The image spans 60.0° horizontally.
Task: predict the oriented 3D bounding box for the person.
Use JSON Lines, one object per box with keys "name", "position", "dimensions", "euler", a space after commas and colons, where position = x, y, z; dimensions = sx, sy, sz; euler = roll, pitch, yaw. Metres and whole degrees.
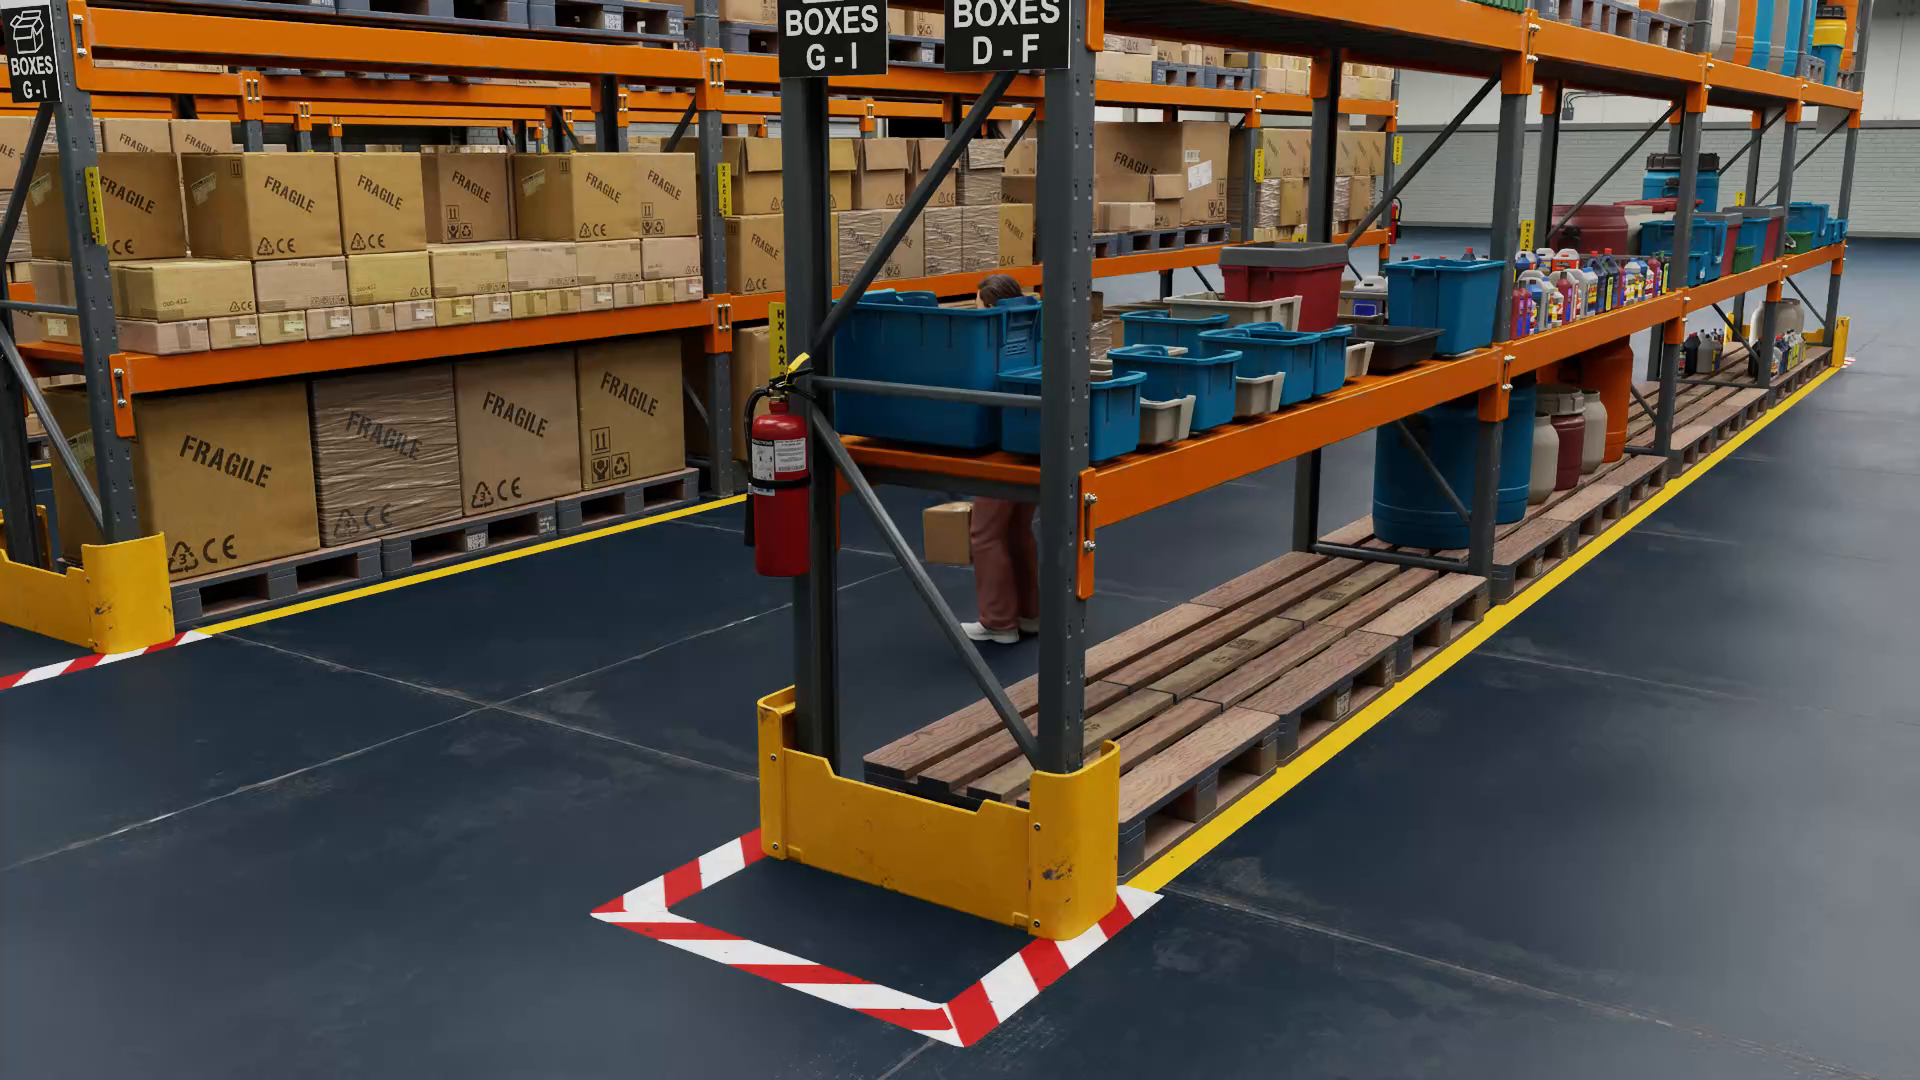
{"name": "person", "position": [0.203, -0.370, 7.577], "dimensions": [0.359, 1.675, 0.483], "euler": [8, 15, 31]}
